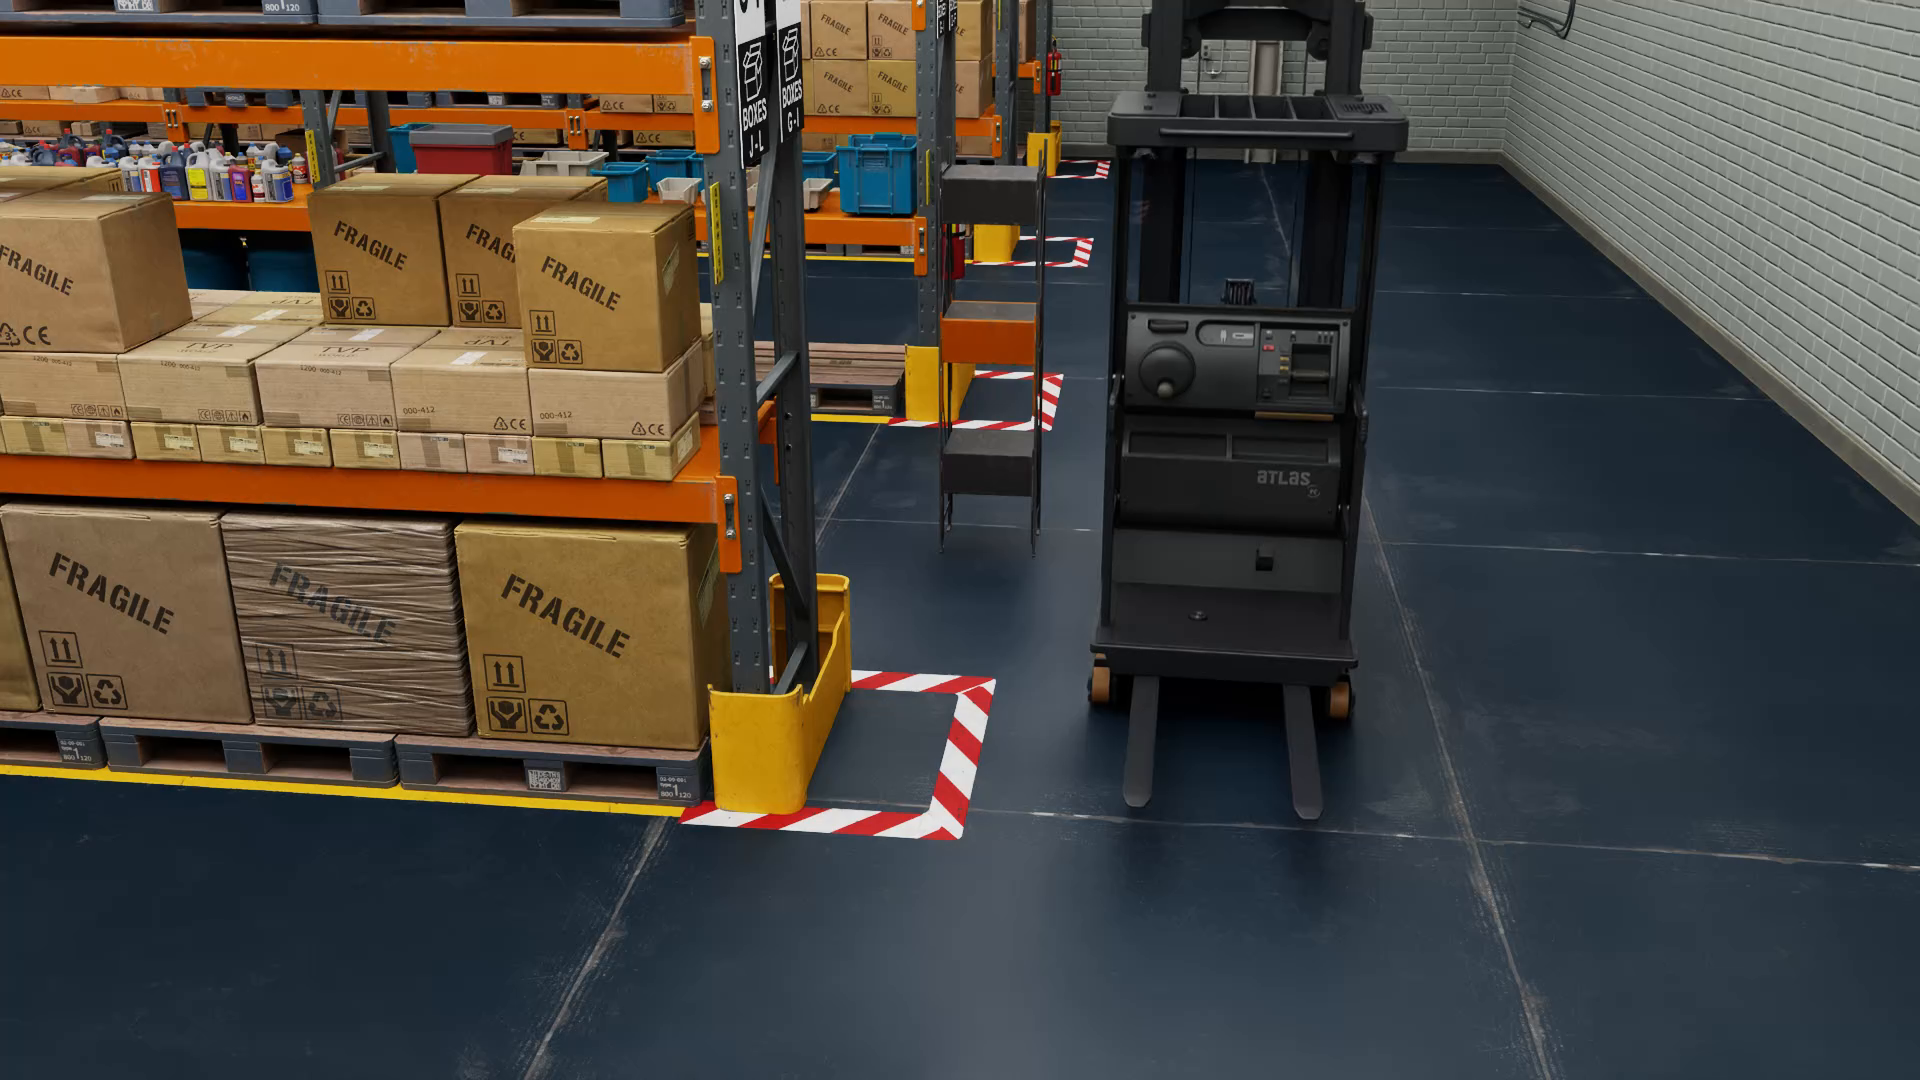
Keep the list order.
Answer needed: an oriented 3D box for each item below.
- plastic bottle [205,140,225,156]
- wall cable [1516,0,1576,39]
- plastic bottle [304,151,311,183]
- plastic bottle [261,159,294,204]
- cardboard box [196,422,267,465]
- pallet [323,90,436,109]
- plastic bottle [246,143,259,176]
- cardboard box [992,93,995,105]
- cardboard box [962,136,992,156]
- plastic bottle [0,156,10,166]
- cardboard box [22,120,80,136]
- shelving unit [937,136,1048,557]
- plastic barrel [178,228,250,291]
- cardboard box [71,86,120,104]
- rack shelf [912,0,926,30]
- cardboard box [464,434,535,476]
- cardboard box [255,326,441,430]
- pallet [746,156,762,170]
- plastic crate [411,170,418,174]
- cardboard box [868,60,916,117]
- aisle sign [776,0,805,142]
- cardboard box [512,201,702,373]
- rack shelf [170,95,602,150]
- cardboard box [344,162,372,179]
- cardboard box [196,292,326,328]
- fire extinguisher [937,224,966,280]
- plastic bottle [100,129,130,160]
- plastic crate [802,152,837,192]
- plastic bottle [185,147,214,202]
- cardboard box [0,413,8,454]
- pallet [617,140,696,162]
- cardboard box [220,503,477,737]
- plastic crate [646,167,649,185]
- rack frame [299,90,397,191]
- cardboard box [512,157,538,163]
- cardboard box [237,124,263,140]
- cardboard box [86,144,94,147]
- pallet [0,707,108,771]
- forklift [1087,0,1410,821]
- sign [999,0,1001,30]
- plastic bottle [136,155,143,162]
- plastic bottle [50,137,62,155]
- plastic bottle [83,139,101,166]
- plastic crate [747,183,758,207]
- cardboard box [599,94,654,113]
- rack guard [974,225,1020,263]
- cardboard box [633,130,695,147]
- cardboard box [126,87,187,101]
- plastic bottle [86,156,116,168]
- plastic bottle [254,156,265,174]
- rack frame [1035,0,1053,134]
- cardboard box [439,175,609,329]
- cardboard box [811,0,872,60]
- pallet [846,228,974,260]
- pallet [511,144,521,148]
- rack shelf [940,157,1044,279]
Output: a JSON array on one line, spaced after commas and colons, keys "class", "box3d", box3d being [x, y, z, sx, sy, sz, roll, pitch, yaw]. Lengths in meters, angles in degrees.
[{"class": "plastic bottle", "box3d": [-5.318, -2.709, 11.871, 0.133, 0.283, 0.061, 2, 22, 6]}, {"class": "wall cable", "box3d": [6.591, -6.968, 18.549, 0.112, 2.526, 3.097, 2, 22, 6]}, {"class": "plastic bottle", "box3d": [-4.568, -2.677, 11.789, 0.133, 0.283, 0.061, 2, 22, 6]}, {"class": "plastic bottle", "box3d": [-4.551, -2.395, 11.086, 0.135, 0.276, 0.152, 2, 22, 6]}, {"class": "cardboard box", "box3d": [-2.643, -0.417, 6.255, 0.250, 0.149, 0.380, 3, 22, 7]}, {"class": "pallet", "box3d": [-5.576, -4.363, 16.157, 1.213, 0.211, 1.003, 2, 22, 6]}, {"class": "plastic bottle", "box3d": [-5.012, -2.684, 11.823, 0.097, 0.271, 0.097, 0, 22, 0]}, {"class": "cardboard box", "box3d": [0.457, -5.393, 20.448, 0.250, 0.149, 0.380, 3, 22, 7]}, {"class": "cardboard box", "box3d": [0.309, -5.024, 20.397, 0.500, 0.500, 0.700, 2, 22, 6]}, {"class": "plastic bottle", "box3d": [-6.444, -2.465, 11.270, 0.097, 0.271, 0.097, 0, 22, 0]}, {"class": "cardboard box", "box3d": [-11.936, -5.589, 21.799, 0.500, 0.500, 0.500, 1, 22, 2]}, {"class": "shelving unit", "box3d": [0.164, -0.969, 8.536, 0.503, 2.100, 0.431, 2, 22, 6]}, {"class": "plastic barrel", "box3d": [-5.363, -1.833, 11.780, 0.708, 0.901, 0.600, 2, 22, 6]}, {"class": "cardboard box", "box3d": [-8.433, -4.356, 16.220, 0.250, 0.149, 0.380, 2, 22, 6]}, {"class": "rack shelf", "box3d": [-2.136, -3.527, 10.681, 4.000, 0.370, 1.077, 2, 22, 6]}, {"class": "cardboard box", "box3d": [-1.634, -0.372, 6.143, 0.250, 0.149, 0.380, 3, 22, 6]}, {"class": "cardboard box", "box3d": [-2.254, -0.609, 6.199, 0.500, 0.250, 0.500, 2, 22, 4]}, {"class": "pallet", "box3d": [-2.210, -4.812, 20.825, 1.213, 0.211, 1.003, 2, 22, 6]}, {"class": "plastic crate", "box3d": [-3.677, -2.386, 11.173, 0.243, 0.136, 0.396, 2, 22, 6]}, {"class": "cardboard box", "box3d": [-0.555, -4.176, 15.288, 0.500, 0.500, 0.500, 3, 22, 7]}, {"class": "aisle sign", "box3d": [-0.626, -1.887, 6.098, 0.004, 0.787, 0.394, 2, 22, 6]}, {"class": "cardboard box", "box3d": [-1.247, -0.914, 5.952, 0.500, 0.500, 0.500, 3, 22, 7]}, {"class": "rack shelf", "box3d": [-5.521, -4.114, 16.244, 4.000, 0.370, 1.077, 2, 22, 6]}, {"class": "cardboard box", "box3d": [-6.071, -3.409, 16.284, 0.500, 0.500, 0.500, 2, 22, 6]}, {"class": "cardboard box", "box3d": [-2.712, -0.824, 6.743, 0.500, 0.250, 0.500, 2, 22, 5]}, {"class": "fire extinguisher", "box3d": [-0.053, -1.999, 10.527, 0.183, 0.674, 0.296, 2, 22, 6]}, {"class": "plastic bottle", "box3d": [-6.038, -2.757, 11.899, 0.185, 0.351, 0.144, 2, 22, 6]}, {"class": "plastic crate", "box3d": [-1.010, -2.490, 11.304, 0.300, 0.233, 0.416, 2, 22, 6]}, {"class": "plastic bottle", "box3d": [-5.073, -2.451, 11.126, 0.185, 0.351, 0.144, 2, 22, 6]}, {"class": "cardboard box", "box3d": [-3.666, -0.461, 6.367, 0.250, 0.149, 0.380, 2, 22, 5]}, {"class": "pallet", "box3d": [-3.731, -4.880, 20.995, 1.213, 0.211, 1.003, 2, 22, 6]}, {"class": "cardboard box", "box3d": [-2.281, 0.183, 6.716, 0.875, 0.875, 0.875, 2, 22, 6]}, {"class": "plastic crate", "box3d": [-2.357, -2.493, 11.443, 0.466, 0.136, 0.293, 2, 22, 6]}, {"class": "rack frame", "box3d": [-4.122, -2.553, 11.319, 0.127, 3.000, 1.000, 2, 22, 6]}, {"class": "cardboard box", "box3d": [-4.518, -3.533, 16.597, 0.500, 0.500, 0.500, 3, 22, 7]}, {"class": "cardboard box", "box3d": [-9.146, -5.492, 21.553, 0.500, 0.500, 0.700, 3, 22, 7]}, {"class": "cardboard box", "box3d": [-9.022, -3.885, 17.092, 0.500, 0.311, 0.500, 2, 22, 5]}, {"class": "pallet", "box3d": [-3.959, 0.613, 7.102, 1.213, 0.211, 1.003, 2, 22, 6]}, {"class": "forklift", "box3d": [1.143, -0.741, 6.829, 1.130, 2.935, 3.031, 3, 22, 8]}, {"class": "sign", "box3d": [0.352, -4.672, 14.674, 0.005, 0.325, 0.100, 2, 22, 6]}, {"class": "plastic bottle", "box3d": [-5.552, -2.482, 11.314, 0.097, 0.271, 0.097, 0, 22, 0]}, {"class": "plastic bottle", "box3d": [-6.507, -2.761, 12.002, 0.133, 0.283, 0.061, 2, 22, 6]}, {"class": "plastic bottle", "box3d": [-6.198, -2.725, 11.911, 0.133, 0.283, 0.061, 2, 22, 6]}, {"class": "plastic crate", "box3d": [-1.267, -2.273, 10.885, 0.243, 0.136, 0.396, 2, 22, 6]}, {"class": "cardboard box", "box3d": [-3.061, -4.287, 15.567, 0.500, 0.500, 0.500, 3, 22, 8]}, {"class": "rack guard", "box3d": [0.362, -3.030, 15.923, 0.348, 0.500, 1.175, 2, 22, 6]}, {"class": "cardboard box", "box3d": [-3.617, -5.347, 20.737, 0.750, 0.750, 0.750, 3, 22, 7]}, {"class": "cardboard box", "box3d": [-7.863, -4.525, 16.427, 0.500, 0.311, 0.500, 4, 22, 10]}, {"class": "plastic bottle", "box3d": [-5.779, -2.448, 11.221, 0.135, 0.276, 0.152, 2, 22, 6]}, {"class": "plastic bottle", "box3d": [-4.896, -2.590, 11.680, 0.097, 0.201, 0.097, 0, 22, 0]}, {"class": "rack frame", "box3d": [1.016, -5.997, 20.030, 0.127, 3.000, 1.000, 2, 22, 6]}, {"class": "cardboard box", "box3d": [-1.674, -1.130, 6.498, 0.500, 0.500, 0.500, 2, 22, 5]}, {"class": "cardboard box", "box3d": [-1.055, -4.661, 15.154, 0.500, 0.500, 0.500, 3, 22, 8]}, {"class": "pallet", "box3d": [-0.430, -2.929, 16.062, 1.213, 0.211, 1.003, 2, 22, 6]}, {"class": "pallet", "box3d": [-6.154, -4.985, 21.262, 1.213, 0.211, 1.003, 2, 22, 6]}, {"class": "rack shelf", "box3d": [0.164, -1.608, 8.283, 0.480, 0.518, 0.431, 2, 22, 6]}]
